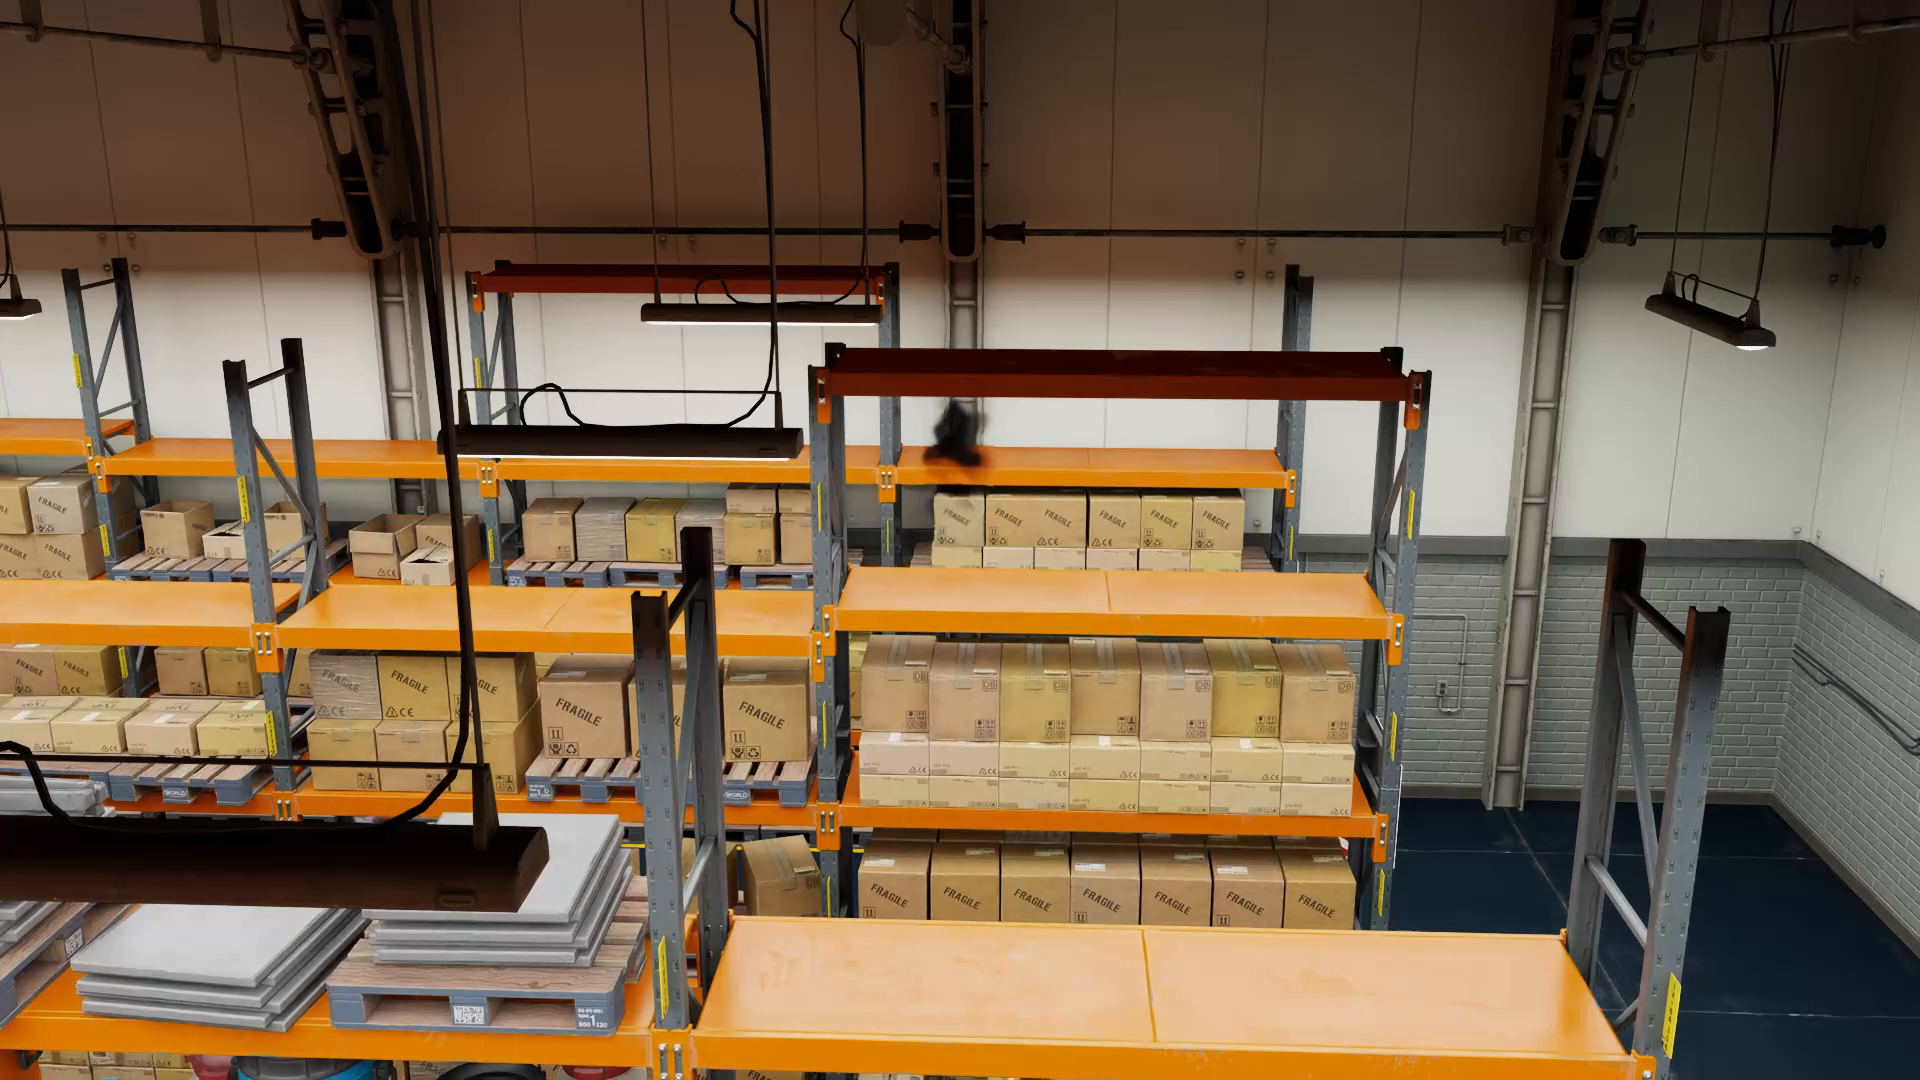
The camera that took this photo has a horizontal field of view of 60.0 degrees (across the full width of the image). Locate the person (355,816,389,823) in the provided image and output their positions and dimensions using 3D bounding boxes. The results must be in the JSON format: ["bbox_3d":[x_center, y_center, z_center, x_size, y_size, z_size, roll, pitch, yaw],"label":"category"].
[{"bbox_3d":[-5.499,3.046,15.317,0.624,1.600,0.645,-1,16,-3],"label":"person"}]
